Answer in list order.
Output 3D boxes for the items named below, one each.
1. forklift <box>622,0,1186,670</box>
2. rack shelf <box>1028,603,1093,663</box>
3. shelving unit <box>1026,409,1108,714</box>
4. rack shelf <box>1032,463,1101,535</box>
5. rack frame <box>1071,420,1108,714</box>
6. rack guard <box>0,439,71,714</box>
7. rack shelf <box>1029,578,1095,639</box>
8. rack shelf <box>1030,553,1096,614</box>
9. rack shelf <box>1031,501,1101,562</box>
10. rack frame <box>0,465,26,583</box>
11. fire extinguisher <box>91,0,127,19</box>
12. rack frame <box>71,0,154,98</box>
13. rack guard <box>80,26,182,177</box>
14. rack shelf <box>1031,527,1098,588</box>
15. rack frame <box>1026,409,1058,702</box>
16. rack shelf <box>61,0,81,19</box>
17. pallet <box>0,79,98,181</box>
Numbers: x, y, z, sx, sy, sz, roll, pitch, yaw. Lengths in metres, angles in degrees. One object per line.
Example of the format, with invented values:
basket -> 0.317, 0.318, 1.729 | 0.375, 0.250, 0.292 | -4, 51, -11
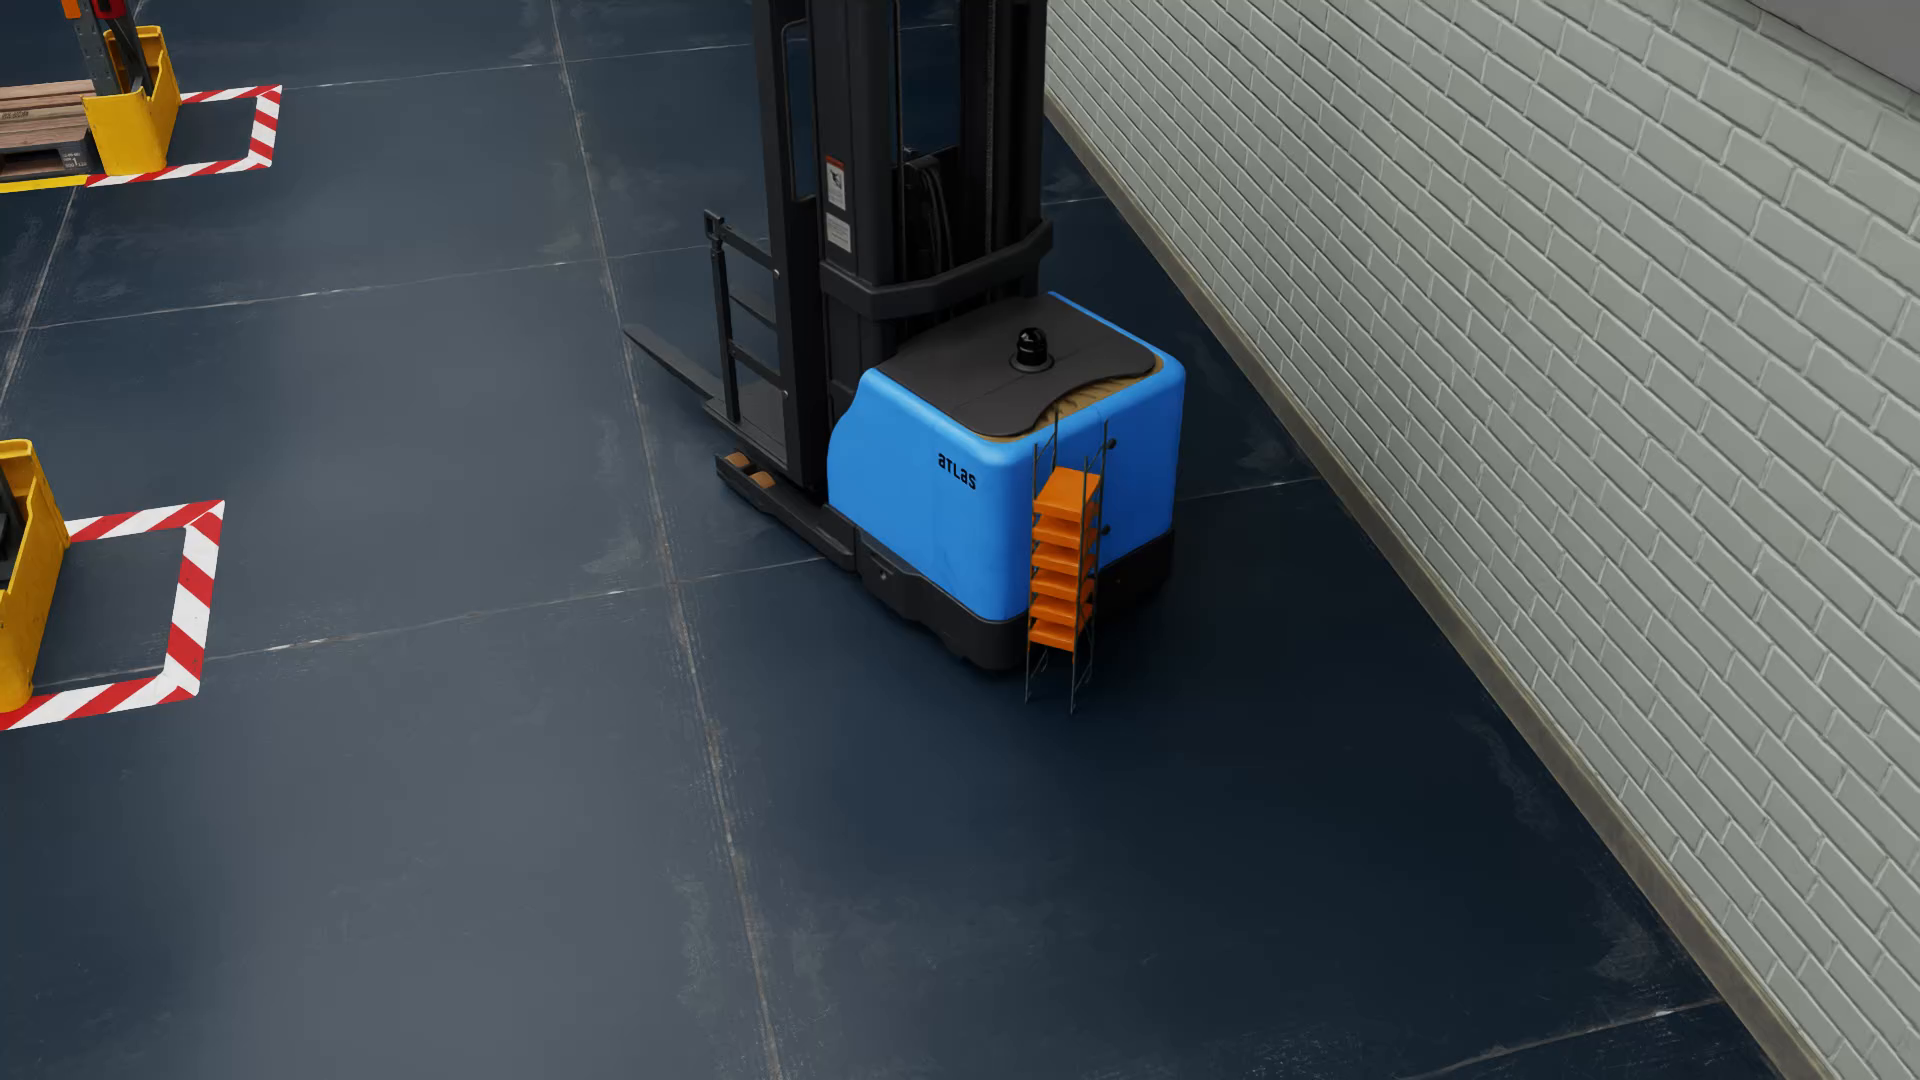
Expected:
forklift -> -0.450, -1.481, 6.773 | 1.130, 2.935, 3.031 | -27, 45, -31
rack shelf -> 0.386, 0.330, 6.300 | 0.180, 0.103, 0.258 | 14, 39, 17
shelving unit -> 0.386, 0.104, 6.127 | 0.189, 1.200, 0.258 | 14, 39, 17
rack shelf -> 0.386, -0.147, 5.935 | 0.180, 0.103, 0.258 | 14, 39, 17
rack frame -> 0.471, 0.124, 6.100 | 0.006, 1.200, 0.240 | 14, 39, 17
rack guard -> -3.907, 0.135, 6.662 | 0.348, 0.500, 1.175 | -9, 38, -12
rack shelf -> 0.386, 0.234, 6.227 | 0.180, 0.103, 0.258 | 14, 39, 17
rack shelf -> 0.386, 0.139, 6.154 | 0.180, 0.103, 0.258 | 14, 39, 17
rack shelf -> 0.386, -0.052, 6.008 | 0.180, 0.103, 0.258 | 14, 39, 17
rack frame -> -3.930, -0.854, 5.898 | 0.127, 3.000, 1.000 | -9, 38, -12
fire extinguisher -> -4.957, -3.338, 9.515 | 0.183, 0.674, 0.296 | -9, 38, -12
rack frame -> -5.221, -3.759, 9.695 | 0.127, 3.000, 1.000 | -9, 38, -12
rack guard -> -5.201, -2.778, 10.470 | 0.348, 0.500, 1.175 | -9, 38, -12
rack shelf -> 0.386, 0.044, 6.081 | 0.180, 0.103, 0.258 | 14, 39, 17
rack frame -> 0.301, 0.083, 6.154 | 0.006, 1.200, 0.240 | 14, 39, 17
rack shelf -> -7.152, -3.157, 9.500 | 4.000, 0.370, 1.077 | -9, 38, -12
pallet -> -6.028, -2.544, 10.402 | 1.213, 0.211, 1.003 | -9, 38, -12
